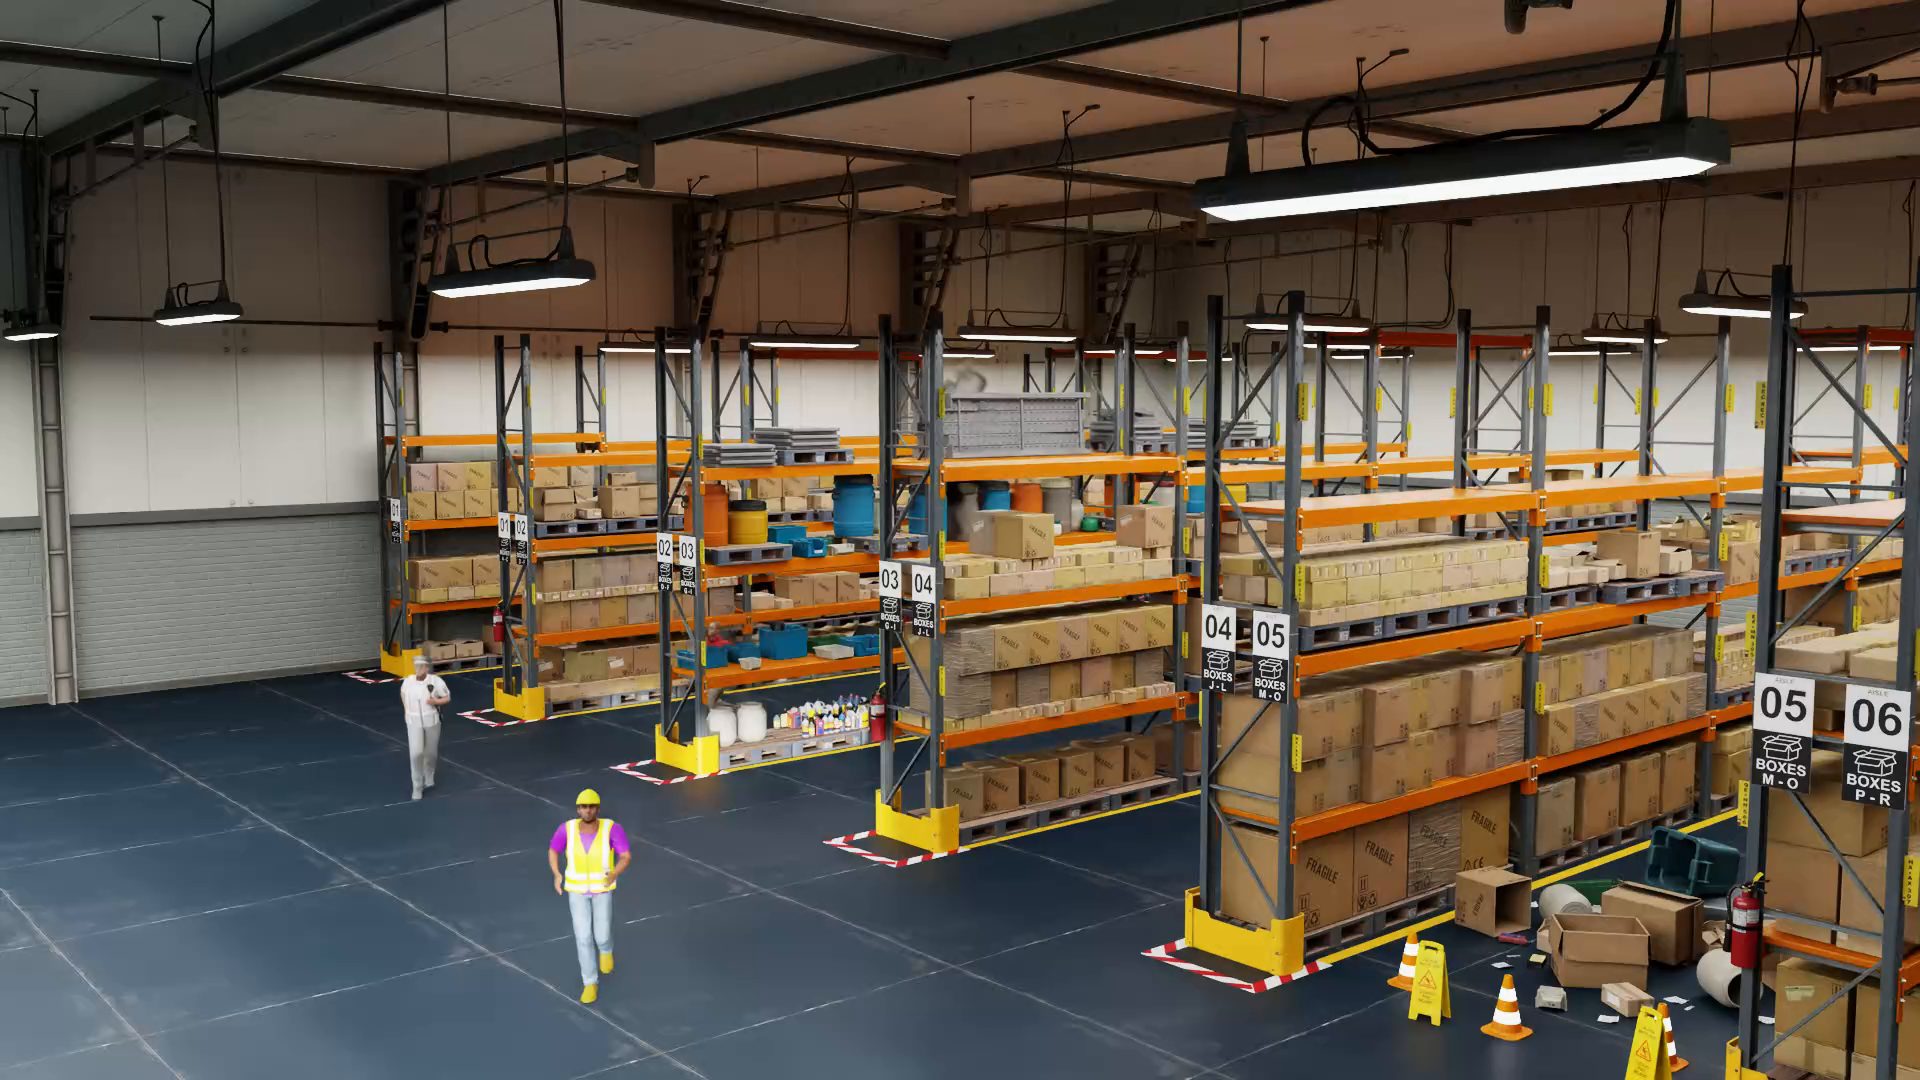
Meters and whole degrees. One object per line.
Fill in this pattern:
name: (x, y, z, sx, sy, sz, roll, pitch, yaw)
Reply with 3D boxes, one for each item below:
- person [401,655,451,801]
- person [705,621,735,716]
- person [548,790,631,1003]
person: (-6.808, 2.366, 21.212, 0.629, 1.856, 0.811, -1, 5, -14)
person: (-3.652, 2.088, 24.892, 0.668, 1.626, 0.686, 5, 7, 45)
person: (-3.179, 2.998, 14.279, 0.707, 1.752, 0.777, -1, 5, -8)
